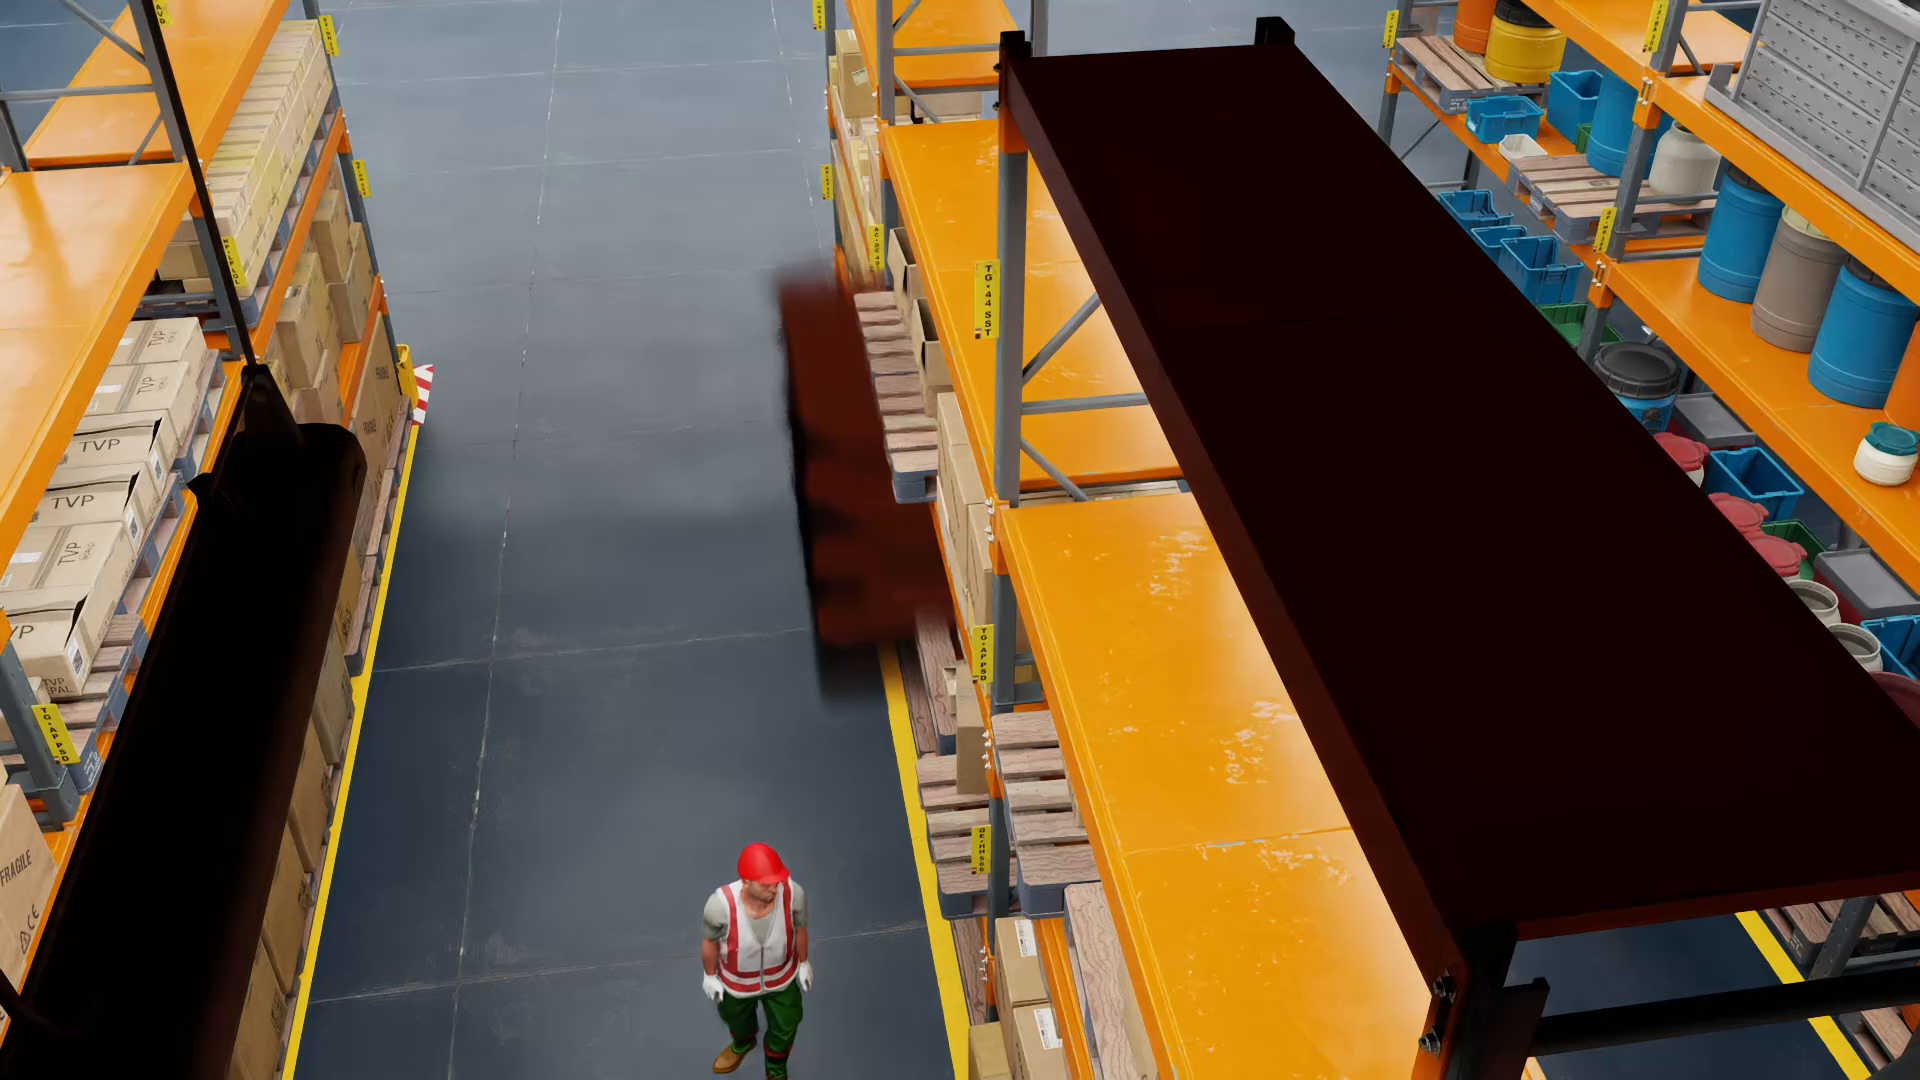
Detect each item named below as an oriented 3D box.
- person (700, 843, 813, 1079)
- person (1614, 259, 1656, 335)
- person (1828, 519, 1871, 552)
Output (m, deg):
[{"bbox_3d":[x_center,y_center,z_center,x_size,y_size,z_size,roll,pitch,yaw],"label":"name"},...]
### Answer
[{"bbox_3d":[-1.045,2.182,8.505,0.570,1.767,0.508,-10,38,-14],"label":"person"},{"bbox_3d":[6.455,-2.712,15.810,0.963,1.542,0.500,23,42,28],"label":"person"},{"bbox_3d":[6.787,-0.256,12.385,0.506,1.667,0.489,0,36,0],"label":"person"}]
